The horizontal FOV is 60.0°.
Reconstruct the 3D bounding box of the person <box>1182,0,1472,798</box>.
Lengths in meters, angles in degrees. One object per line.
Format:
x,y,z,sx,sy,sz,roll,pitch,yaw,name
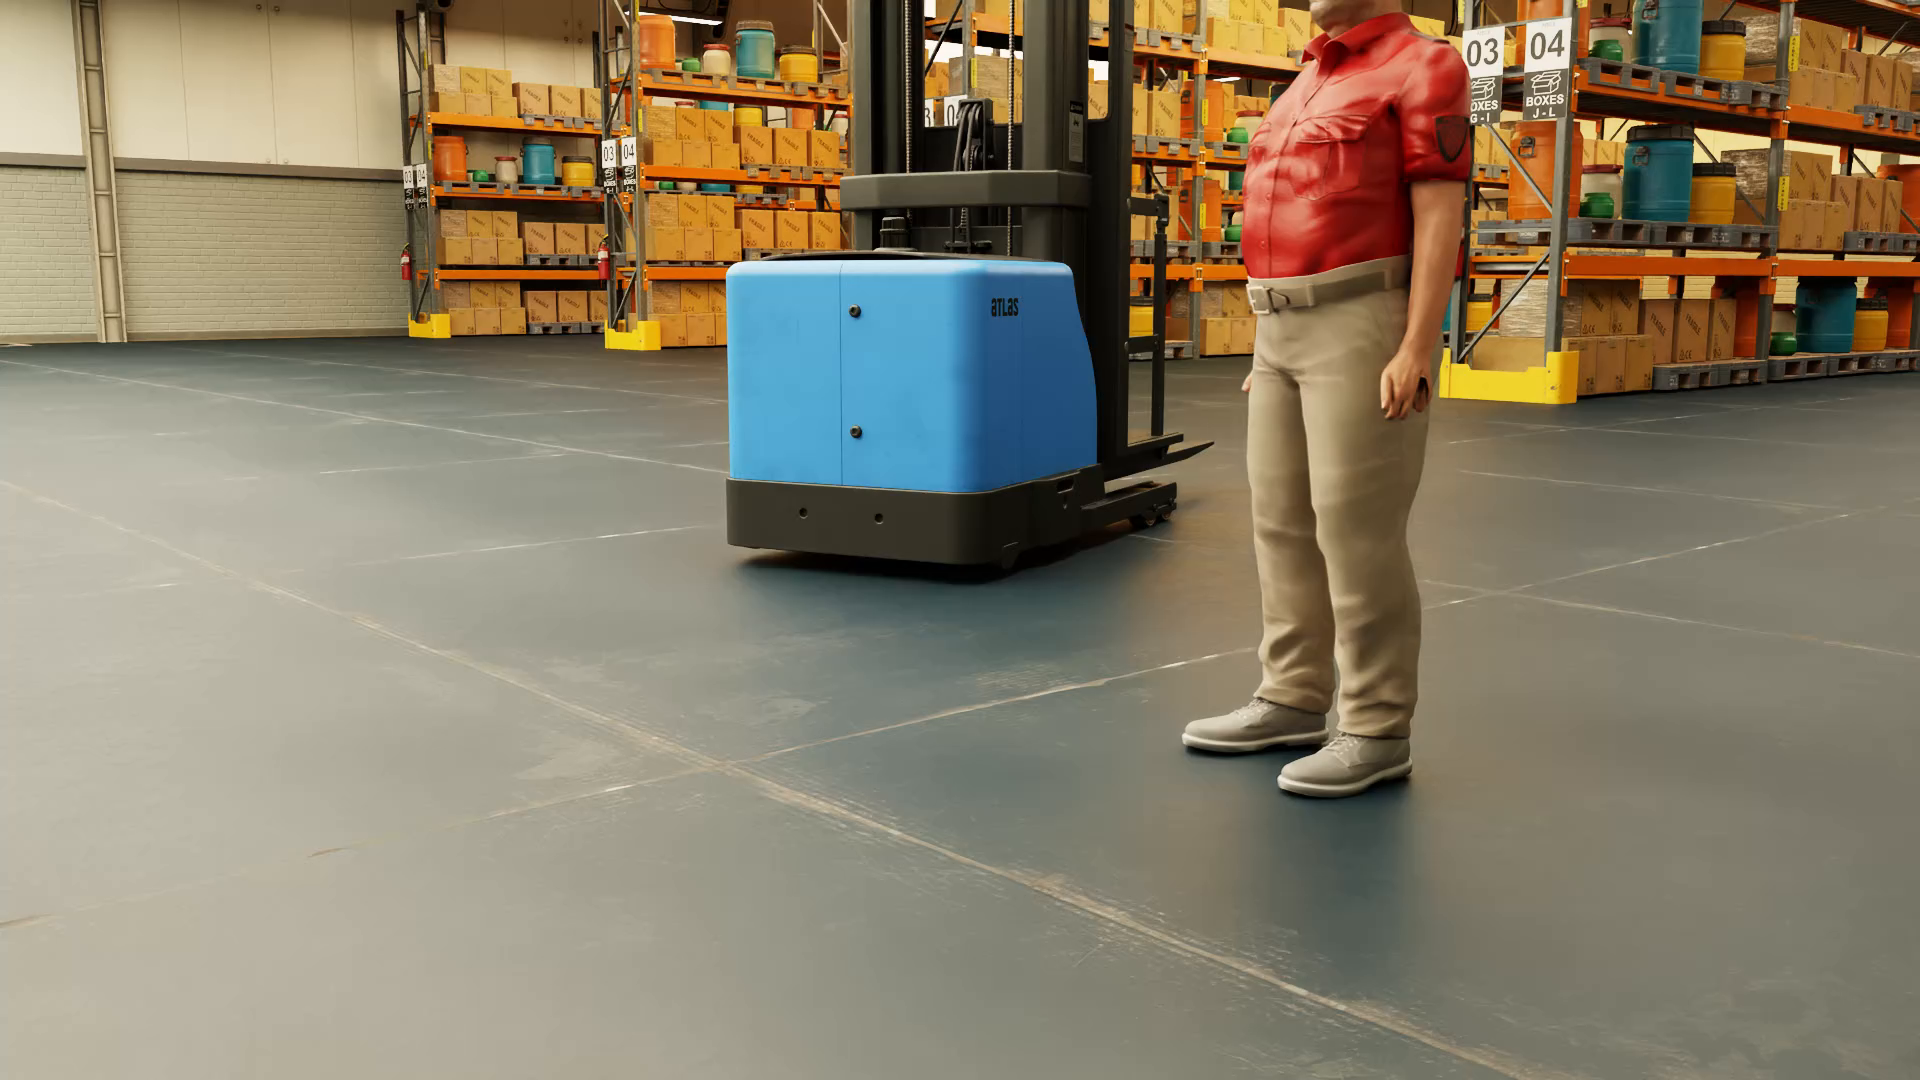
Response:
0.745,-0.377,3.344,0.389,1.728,0.527,-4,10,-23,person

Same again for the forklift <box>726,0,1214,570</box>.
0.275,-1.531,6.852,1.130,2.935,3.031,4,10,26,forklift
